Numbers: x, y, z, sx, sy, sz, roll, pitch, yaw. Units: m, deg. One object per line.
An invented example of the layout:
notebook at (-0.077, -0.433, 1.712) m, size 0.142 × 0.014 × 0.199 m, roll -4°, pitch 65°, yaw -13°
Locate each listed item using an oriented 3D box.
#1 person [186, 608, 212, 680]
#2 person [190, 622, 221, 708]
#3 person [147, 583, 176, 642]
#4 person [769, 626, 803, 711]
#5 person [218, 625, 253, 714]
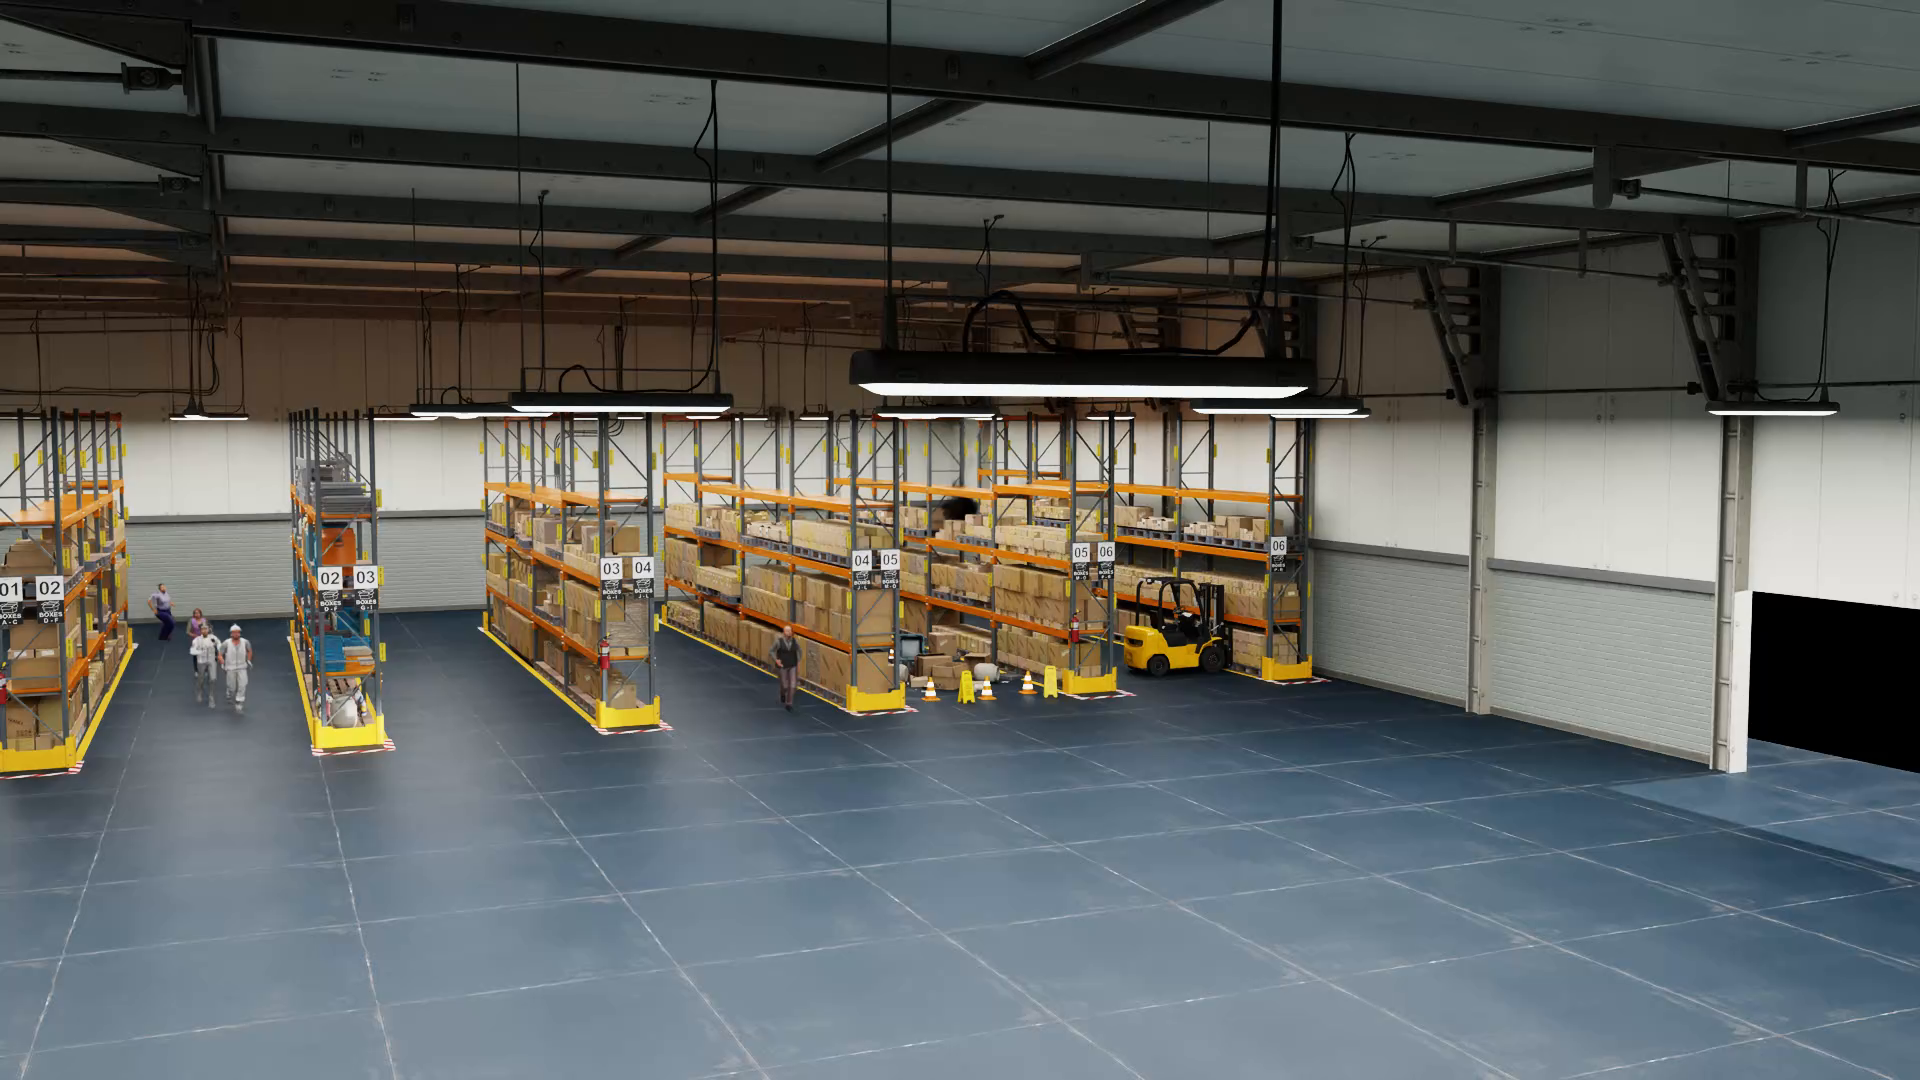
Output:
person at (-16.992, 2.331, 37.156) m, size 0.560 × 1.626 × 0.682 m, roll -2°, pitch 5°, yaw -28°
person at (-15.288, 2.520, 33.743) m, size 0.621 × 1.742 × 0.880 m, roll -2°, pitch 5°, yaw -31°
person at (-20.833, 1.907, 43.506) m, size 0.641 × 1.576 × 0.753 m, roll 0°, pitch 4°, yaw 4°
person at (-3.473, 2.562, 33.321) m, size 0.692 × 1.699 × 0.562 m, roll -1°, pitch 4°, yaw -18°
person at (-14.339, 2.546, 32.928) m, size 0.646 × 1.748 × 0.797 m, roll -3°, pitch 5°, yaw -33°
